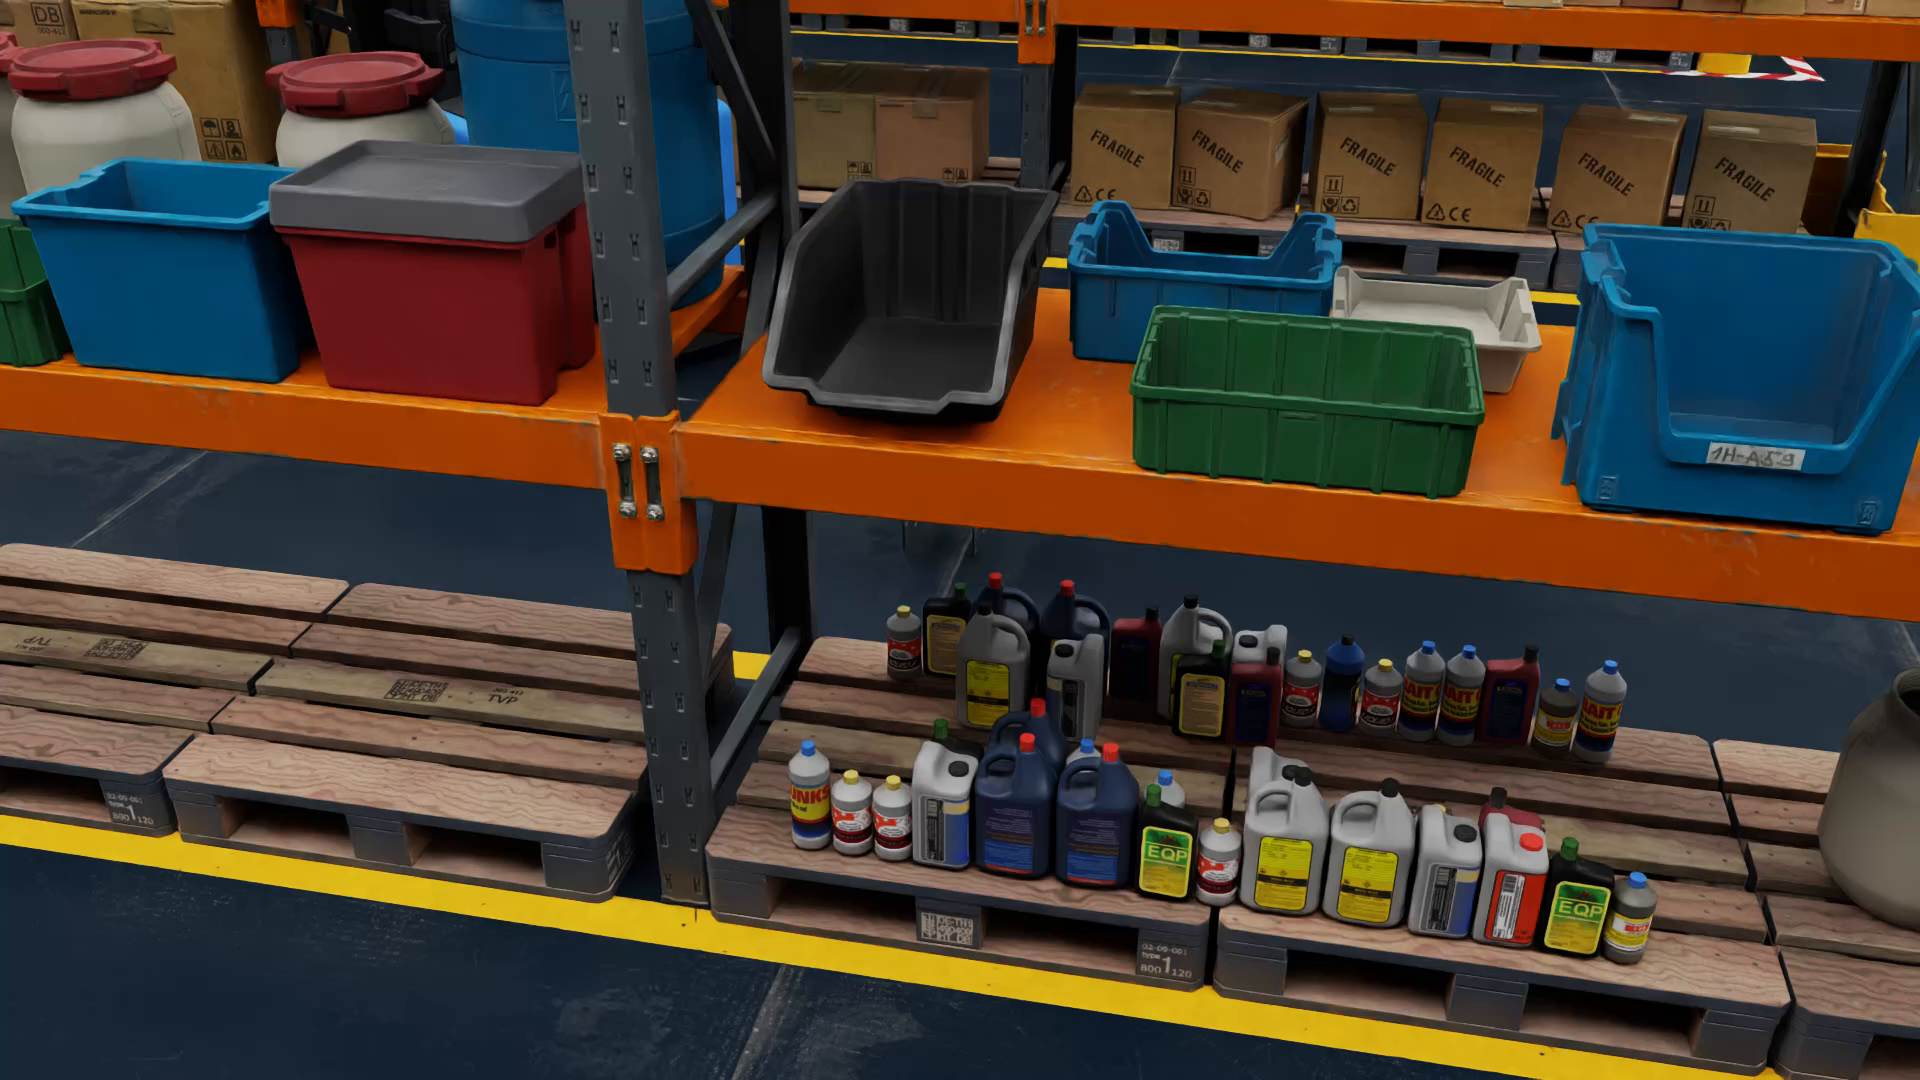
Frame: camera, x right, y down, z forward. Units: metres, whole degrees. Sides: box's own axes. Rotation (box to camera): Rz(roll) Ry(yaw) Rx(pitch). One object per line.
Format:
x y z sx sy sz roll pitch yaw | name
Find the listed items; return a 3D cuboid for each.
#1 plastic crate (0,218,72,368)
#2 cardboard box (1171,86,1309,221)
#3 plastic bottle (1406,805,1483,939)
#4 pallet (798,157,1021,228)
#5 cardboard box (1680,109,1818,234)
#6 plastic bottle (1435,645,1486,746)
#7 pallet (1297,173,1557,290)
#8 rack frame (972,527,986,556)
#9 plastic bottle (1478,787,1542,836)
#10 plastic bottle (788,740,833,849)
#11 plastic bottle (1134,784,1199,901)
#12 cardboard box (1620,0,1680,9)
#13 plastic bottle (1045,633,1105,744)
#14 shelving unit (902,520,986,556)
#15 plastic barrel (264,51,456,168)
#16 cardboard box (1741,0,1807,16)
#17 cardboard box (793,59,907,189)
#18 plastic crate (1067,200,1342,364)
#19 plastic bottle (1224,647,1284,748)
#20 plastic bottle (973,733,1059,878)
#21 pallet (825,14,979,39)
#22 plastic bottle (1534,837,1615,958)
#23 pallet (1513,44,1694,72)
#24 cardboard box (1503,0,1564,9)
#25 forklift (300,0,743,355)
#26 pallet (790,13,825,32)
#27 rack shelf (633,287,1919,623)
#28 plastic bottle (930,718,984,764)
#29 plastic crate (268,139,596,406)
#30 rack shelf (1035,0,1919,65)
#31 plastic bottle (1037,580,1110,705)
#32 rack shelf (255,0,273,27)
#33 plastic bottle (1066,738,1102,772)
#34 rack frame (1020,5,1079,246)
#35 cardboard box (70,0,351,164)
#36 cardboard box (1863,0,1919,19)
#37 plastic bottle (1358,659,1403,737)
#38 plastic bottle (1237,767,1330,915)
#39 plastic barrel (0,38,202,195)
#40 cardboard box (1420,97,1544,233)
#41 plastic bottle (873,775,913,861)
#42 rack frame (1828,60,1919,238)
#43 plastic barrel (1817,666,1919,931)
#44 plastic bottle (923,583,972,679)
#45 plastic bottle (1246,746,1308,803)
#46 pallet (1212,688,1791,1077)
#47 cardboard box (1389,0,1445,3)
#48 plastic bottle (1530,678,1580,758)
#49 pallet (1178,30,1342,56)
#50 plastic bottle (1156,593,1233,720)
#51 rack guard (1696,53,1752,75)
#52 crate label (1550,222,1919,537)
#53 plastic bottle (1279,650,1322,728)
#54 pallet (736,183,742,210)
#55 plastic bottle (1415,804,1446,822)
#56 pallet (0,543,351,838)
-2.336 -0.598 3.939 0.662 0.188 0.450 6 29 11 | plastic crate
1.405 -1.950 8.353 0.500 0.500 0.500 16 32 26 | cardboard box
1.074 0.724 3.682 0.135 0.276 0.152 5 29 9 | plastic bottle
-0.301 -1.829 8.871 1.213 0.211 1.003 6 29 11 | pallet
3.765 -1.732 7.955 0.500 0.500 0.500 11 31 20 | cardboard box
1.295 0.394 4.290 0.097 0.271 0.097 0 29 0 | plastic bottle
2.322 -1.580 8.415 1.213 0.211 1.003 6 29 11 | pallet
0.067 -0.454 5.485 0.008 1.050 0.200 6 29 11 | rack frame
1.232 0.684 3.747 0.133 0.283 0.061 6 29 11 | plastic bottle
-0.353 0.593 3.926 0.097 0.271 0.097 0 29 0 | plastic bottle
0.467 0.681 3.753 0.133 0.283 0.061 7 30 13 | plastic bottle
3.074 -2.498 7.451 0.250 0.149 0.380 6 29 11 | cardboard box
0.298 0.374 4.322 0.135 0.276 0.152 6 29 11 | plastic bottle
-0.052 -0.466 5.508 0.252 1.050 0.215 6 29 11 | shelving unit
-1.463 -0.907 4.142 0.433 0.535 0.433 0 29 0 | plastic barrel
3.551 -2.421 7.311 0.250 0.149 0.380 6 29 11 | cardboard box
-0.598 -2.200 8.789 0.500 0.500 0.700 6 29 10 | cardboard box
0.565 -0.600 3.877 0.616 0.251 0.499 6 29 11 | plastic crate
0.756 0.399 4.268 0.133 0.283 0.061 6 29 11 | plastic bottle
0.129 0.596 3.838 0.185 0.351 0.144 7 29 12 | plastic bottle
-0.372 -4.234 13.264 1.213 0.211 1.003 6 29 11 | pallet
1.333 0.770 3.591 0.133 0.283 0.061 7 29 12 | plastic bottle
4.709 -3.713 12.312 1.213 0.211 1.003 6 29 11 | pallet
2.562 -2.496 7.447 0.250 0.149 0.380 6 29 11 | cardboard box
-2.280 -2.506 7.275 1.130 2.935 3.031 -23 36 -36 | forklift
-1.561 -4.357 13.489 1.213 0.211 1.003 6 29 11 | pallet
1.382 -0.133 3.618 4.000 0.370 1.077 6 29 11 | rack shelf
-0.010 0.557 3.979 0.133 0.283 0.061 6 29 11 | plastic bottle
-1.111 -0.582 3.622 0.583 0.464 0.402 6 29 11 | plastic crate
2.417 -2.459 7.866 4.000 0.370 1.077 6 29 11 | rack shelf
0.304 0.269 4.436 0.185 0.351 0.144 4 29 8 | plastic bottle
-5.407 -3.261 9.332 4.000 0.370 1.077 6 29 11 | rack shelf
0.296 0.589 3.934 0.097 0.271 0.097 0 29 0 | plastic bottle
0.461 -2.975 8.060 0.127 3.000 1.000 6 29 11 | rack frame
-4.122 -2.707 9.346 0.875 0.875 1.225 5 29 8 | cardboard box
4.051 -2.395 7.263 0.250 0.149 0.380 6 29 11 | cardboard box
1.100 0.404 4.344 0.097 0.201 0.097 0 29 0 | plastic bottle
0.730 0.658 3.725 0.185 0.351 0.144 6 29 10 | plastic bottle
-2.181 -0.981 4.276 0.433 0.535 0.433 0 29 0 | plastic barrel
2.565 -1.847 8.166 0.500 0.500 0.500 9 30 15 | cardboard box
-0.155 0.644 3.906 0.097 0.201 0.097 0 29 0 | plastic bottle
4.373 -2.574 7.327 0.127 3.000 1.000 6 29 11 | rack frame
2.189 0.579 3.722 0.421 0.512 0.421 0 29 0 | plastic barrel
-0.034 0.243 4.553 0.133 0.283 0.061 7 30 13 | plastic bottle
0.736 0.618 3.875 0.135 0.276 0.152 6 29 11 | plastic bottle
1.271 0.783 4.100 1.213 0.211 1.003 6 29 11 | pallet
2.078 -2.558 7.560 0.250 0.149 0.380 6 29 11 | cardboard box
1.529 0.448 4.263 0.097 0.201 0.097 0 29 0 | plastic bottle
2.323 -3.958 12.759 1.213 0.211 1.003 6 29 11 | pallet
0.620 0.301 4.377 0.185 0.351 0.144 6 29 10 | plastic bottle
5.531 -3.794 12.159 0.348 0.500 1.175 6 29 11 | rack guard
1.482 -0.321 3.175 0.616 0.435 0.502 6 29 11 | crate label
0.899 0.384 4.381 0.097 0.201 0.097 0 29 0 | plastic bottle
-1.498 -1.950 9.092 1.213 0.211 1.003 6 29 11 | pallet
1.082 0.696 3.811 0.097 0.201 0.097 0 29 0 | plastic bottle
-2.546 0.393 4.813 1.213 0.211 1.003 6 29 11 | pallet
